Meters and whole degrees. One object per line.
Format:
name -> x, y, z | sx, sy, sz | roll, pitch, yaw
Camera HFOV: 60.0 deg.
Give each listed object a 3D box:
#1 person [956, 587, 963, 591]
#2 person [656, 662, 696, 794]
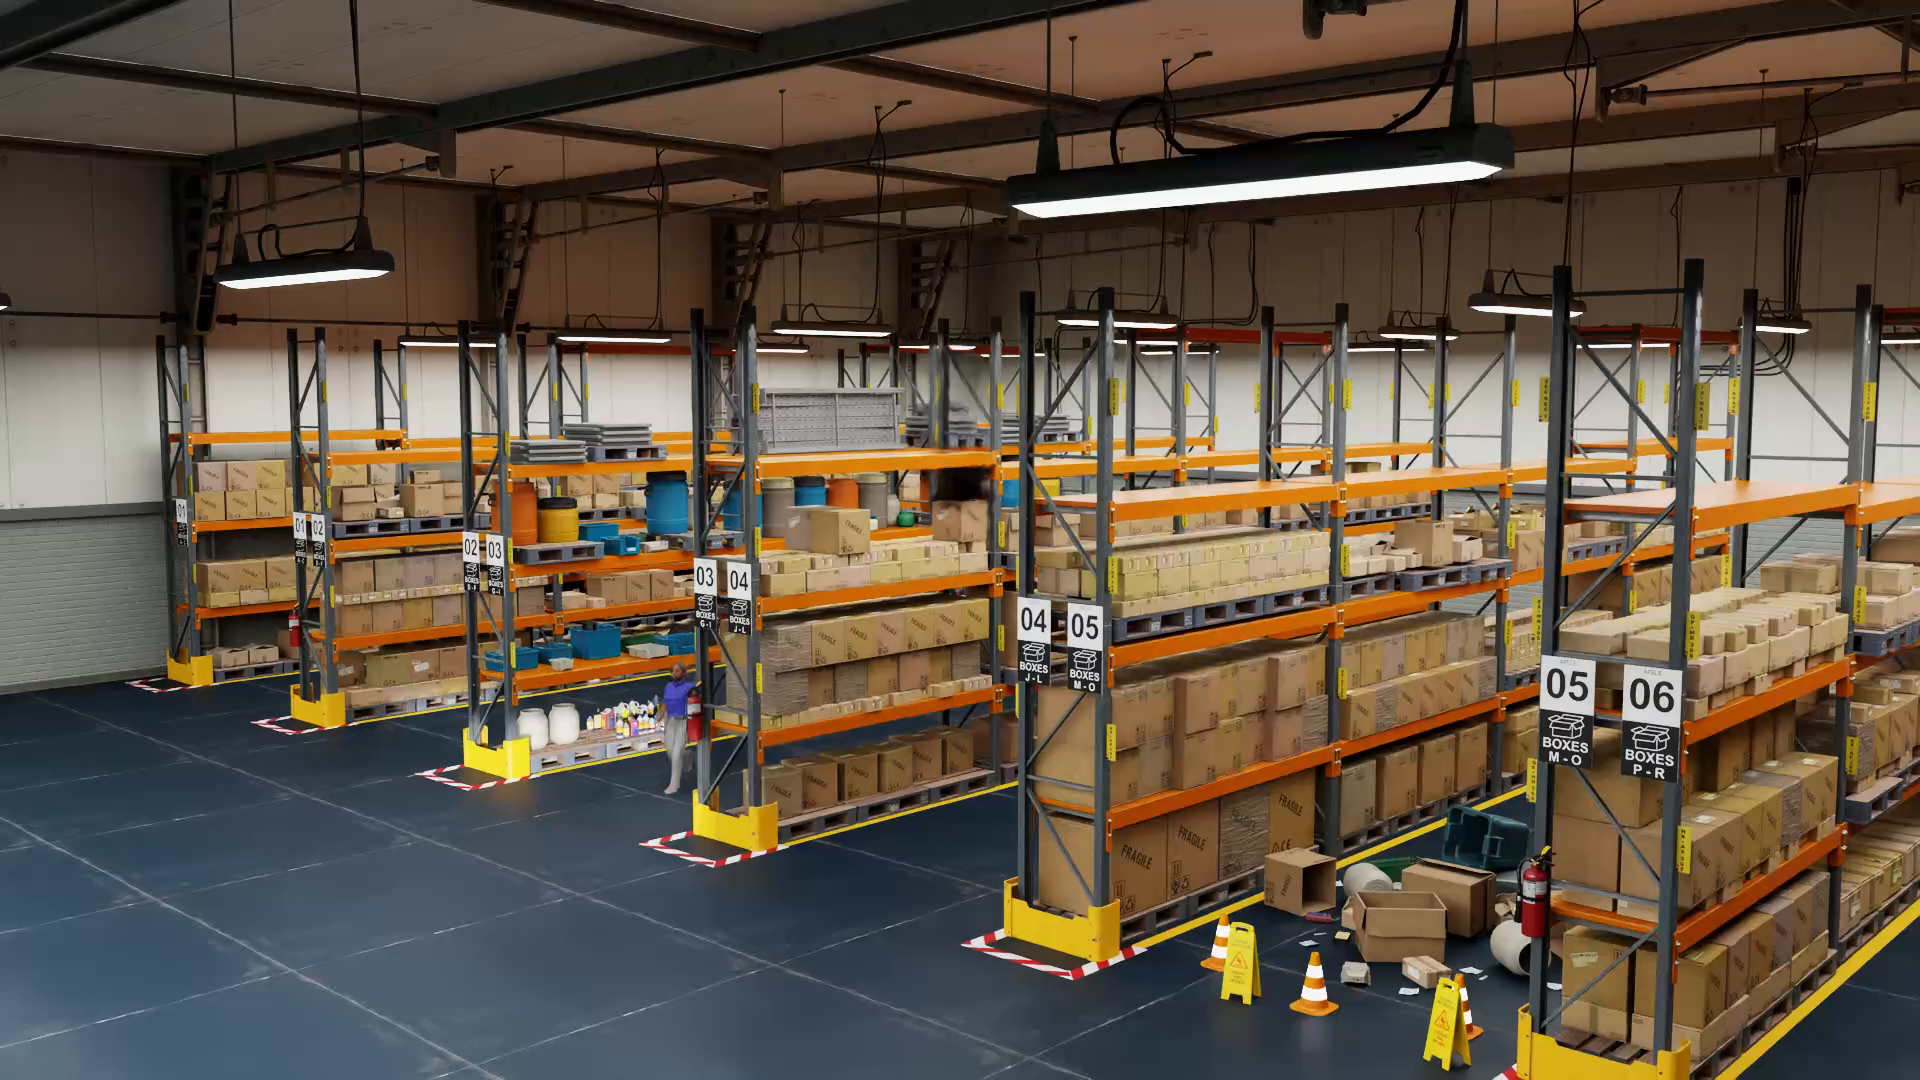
person -> 0.205, 1.370, 30.969 | 0.703, 1.832, 0.839 | 4, 7, 39
person -> -3.561, 2.369, 21.296 | 0.585, 1.629, 0.752 | 2, 6, 23
